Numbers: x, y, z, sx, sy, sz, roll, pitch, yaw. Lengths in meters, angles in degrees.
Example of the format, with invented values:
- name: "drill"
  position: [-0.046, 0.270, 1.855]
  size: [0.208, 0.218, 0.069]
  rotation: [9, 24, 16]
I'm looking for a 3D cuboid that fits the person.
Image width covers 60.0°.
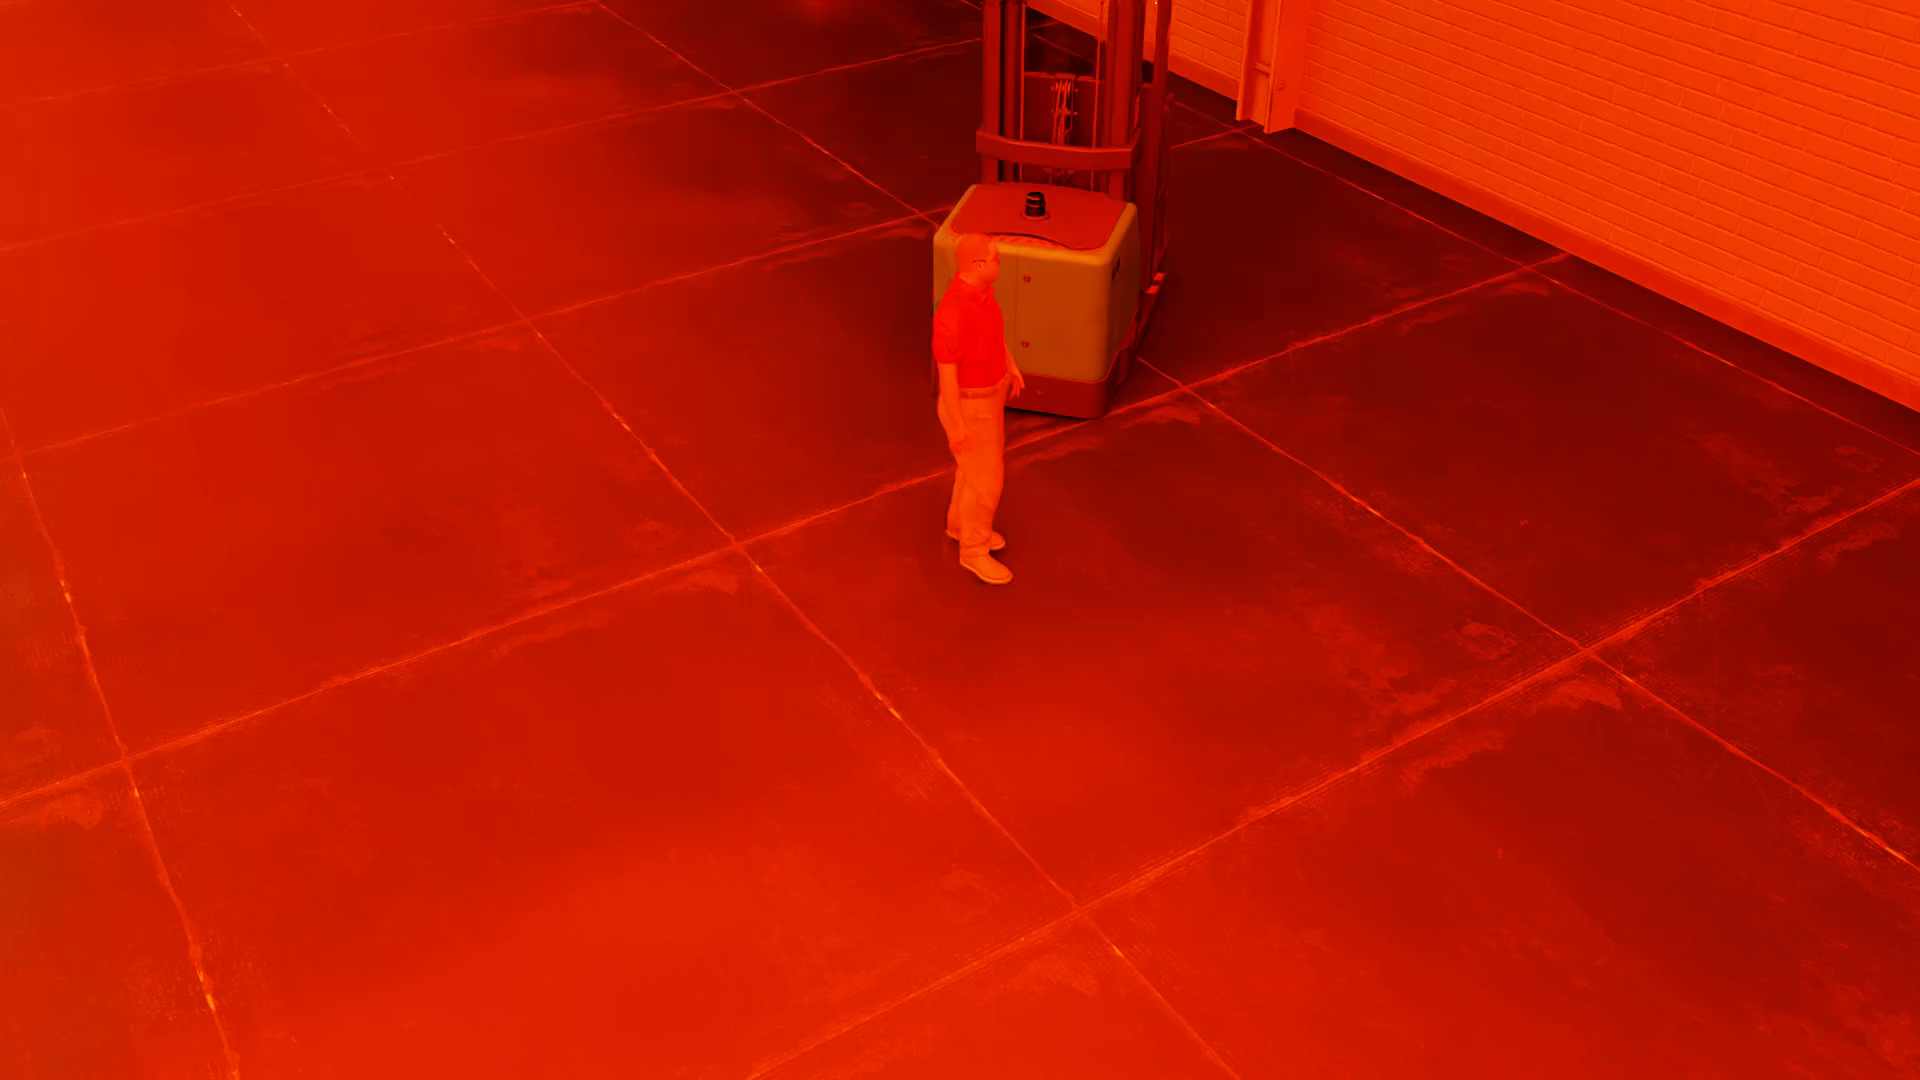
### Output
- name: "person"
  position: [0.114, -0.684, 8.178]
  size: [0.426, 1.716, 0.709]
  rotation: [7, 36, 9]

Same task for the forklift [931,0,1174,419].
- name: "forklift"
  position: [0.740, -2.742, 10.050]
  size: [1.130, 2.935, 3.031]
  rotation: [10, 36, 13]
